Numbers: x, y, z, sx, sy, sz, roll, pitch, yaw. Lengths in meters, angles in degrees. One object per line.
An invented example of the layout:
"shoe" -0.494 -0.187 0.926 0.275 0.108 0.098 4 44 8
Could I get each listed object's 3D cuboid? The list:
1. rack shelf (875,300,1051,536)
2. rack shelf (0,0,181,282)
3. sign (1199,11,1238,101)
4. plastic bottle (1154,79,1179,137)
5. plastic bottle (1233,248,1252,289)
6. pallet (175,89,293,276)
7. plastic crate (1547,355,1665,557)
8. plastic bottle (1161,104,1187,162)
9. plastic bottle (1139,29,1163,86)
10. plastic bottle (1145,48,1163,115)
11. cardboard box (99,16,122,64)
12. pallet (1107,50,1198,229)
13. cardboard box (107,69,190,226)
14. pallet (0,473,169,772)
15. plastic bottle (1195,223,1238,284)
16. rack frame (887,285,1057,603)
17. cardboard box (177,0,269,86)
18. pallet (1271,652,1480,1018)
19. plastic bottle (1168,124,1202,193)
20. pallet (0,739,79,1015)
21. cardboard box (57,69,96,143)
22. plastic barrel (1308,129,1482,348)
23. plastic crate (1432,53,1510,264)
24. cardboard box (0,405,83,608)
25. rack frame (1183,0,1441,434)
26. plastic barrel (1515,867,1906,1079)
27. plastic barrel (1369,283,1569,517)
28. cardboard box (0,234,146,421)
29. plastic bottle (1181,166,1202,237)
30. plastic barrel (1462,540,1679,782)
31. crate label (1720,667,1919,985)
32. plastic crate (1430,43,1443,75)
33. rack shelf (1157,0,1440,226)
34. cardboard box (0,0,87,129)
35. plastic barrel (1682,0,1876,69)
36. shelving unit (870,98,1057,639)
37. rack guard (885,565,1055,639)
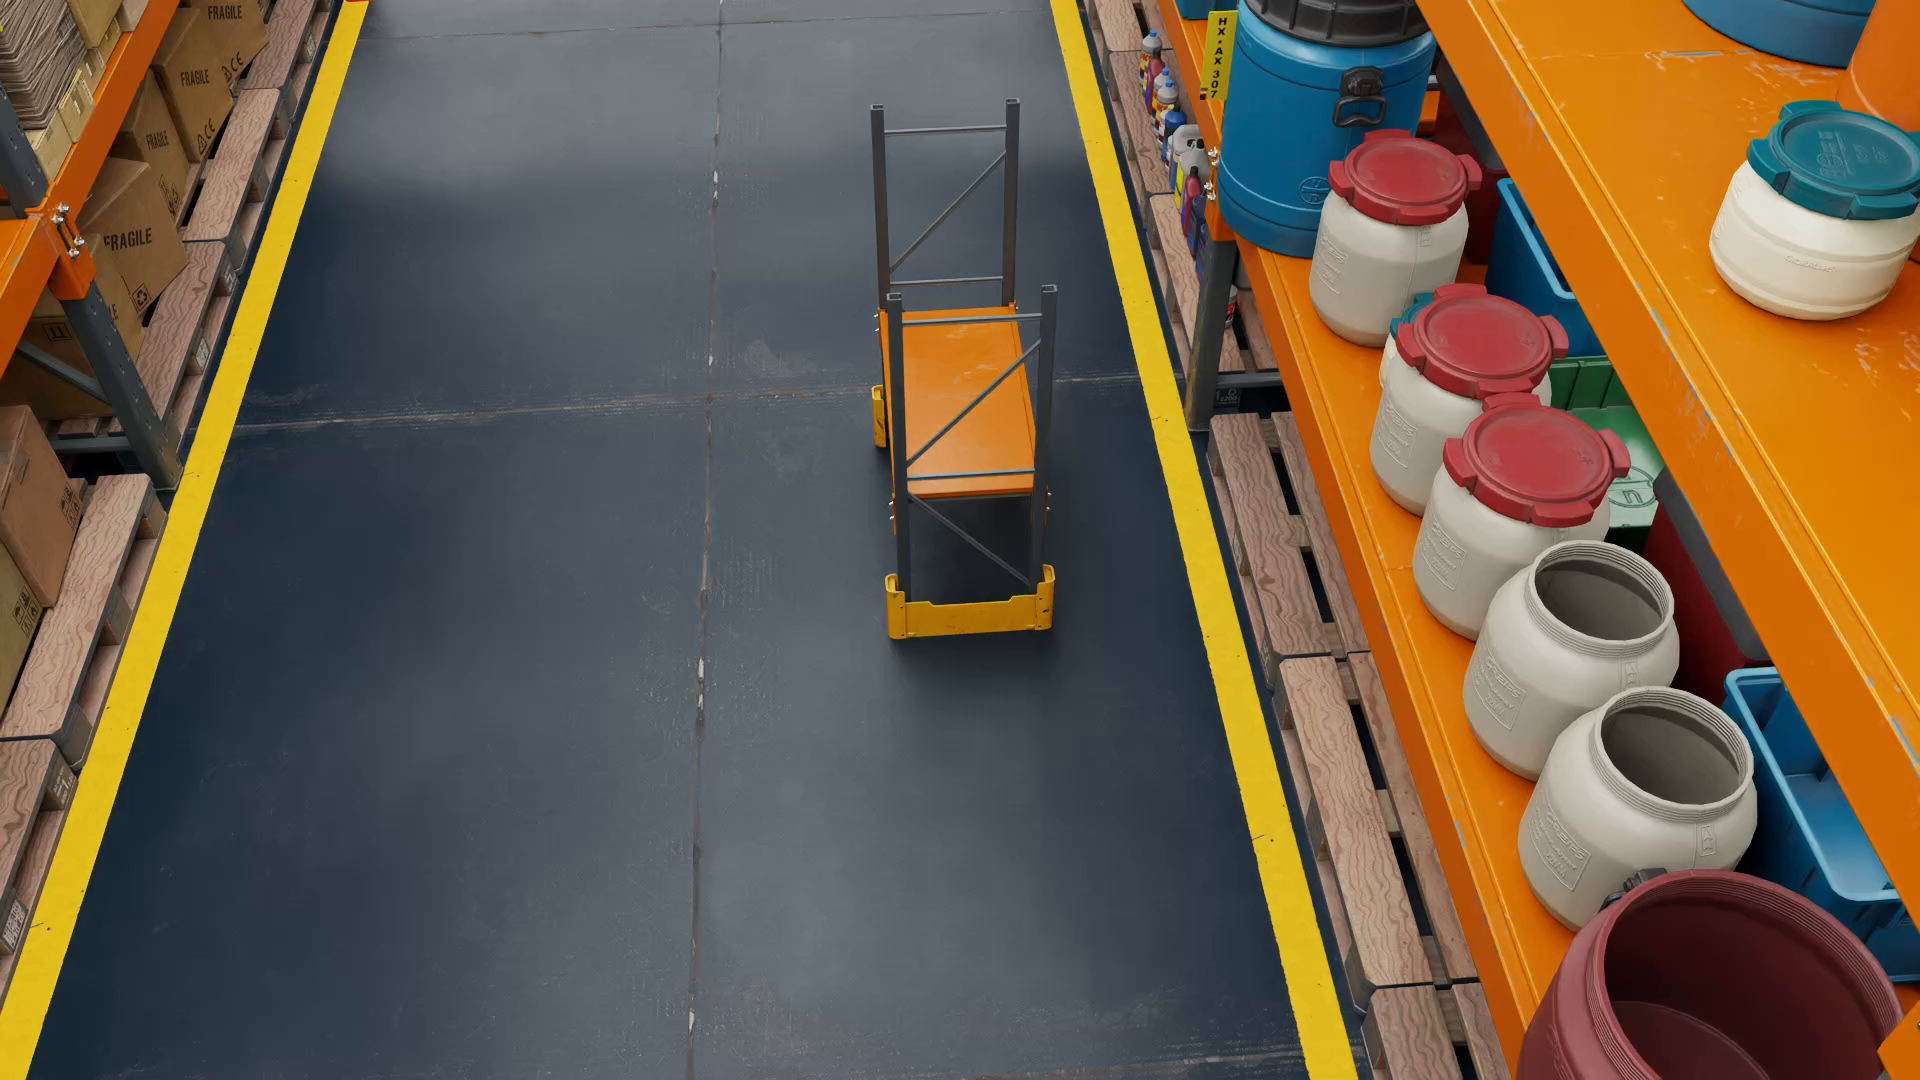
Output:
"rack shelf" -0.007 -0.454 5.895 0.538 0.185 1.000 -3 47 -3
"rack shelf" -3.696 -2.431 6.982 1.077 0.370 4.000 -3 47 -3
"sign" 0.858 -1.602 5.511 0.100 0.325 0.005 -3 47 -3
"plastic bottle" 0.950 -1.988 7.643 0.097 0.271 0.097 0 47 0
"plastic bottle" 1.209 -1.230 6.870 0.144 0.351 0.185 -3 47 -3
"pallet" -3.725 -1.641 7.659 1.003 0.211 1.213 -3 47 -3
"plastic crate" 1.834 -0.217 4.535 0.450 0.188 0.662 -3 47 -3
"plastic bottle" 0.967 -1.842 7.505 0.097 0.271 0.097 0 47 0
"plastic bottle" 0.913 -2.309 7.947 0.097 0.271 0.097 0 47 0
"plastic bottle" 0.914 -2.148 7.786 0.061 0.283 0.133 -3 47 -3
"cardboard box" -3.334 -1.860 6.119 0.380 0.149 0.250 -3 47 -3
"pallet" 1.287 -1.947 7.948 1.003 0.211 1.213 -3 47 -3
"cardboard box" -3.708 -1.666 7.195 0.500 0.500 0.500 -7 47 -7
"pallet" -3.462 0.291 5.829 1.003 0.211 1.213 -3 47 -3
"plastic bottle" 1.066 -1.221 6.862 0.144 0.351 0.185 -5 47 -4
"rack frame" 0.035 -0.210 5.416 0.500 1.500 0.032 -3 47 -3
"cardboard box" -3.744 -2.527 8.010 0.500 0.500 0.500 8 47 7
"pallet" 1.617 0.877 5.274 1.003 0.211 1.213 -3 47 -3
"plastic bottle" 1.013 -1.686 7.354 0.152 0.276 0.135 -3 47 -3
"pallet" -3.357 1.175 4.991 1.003 0.211 1.213 -3 47 -3
"cardboard box" -3.255 -1.500 5.778 0.380 0.149 0.250 -3 47 -3
"plastic barrel" 1.268 -0.874 4.918 0.433 0.535 0.433 0 47 0
"plastic crate" 1.752 -1.223 5.298 0.402 0.464 0.583 -3 47 -3
"cardboard box" -3.499 -0.078 5.676 0.700 0.500 0.500 -7 47 -6
"rack frame" 1.407 -1.532 5.635 1.000 3.000 0.127 -3 47 -3
"plastic barrel" 1.401 0.998 3.146 0.600 0.536 0.708 -3 47 -3
"plastic barrel" 1.330 -0.343 4.415 0.433 0.535 0.433 0 47 0
"cardboard box" -3.522 -0.808 6.382 0.500 0.500 0.500 -5 47 -5
"plastic bottle" 0.995 -1.452 7.127 0.061 0.283 0.133 -1 47 -1
"plastic barrel" 1.408 0.287 3.835 0.421 0.512 0.421 0 47 0
"crate label" 1.928 0.614 3.578 0.502 0.435 0.616 -3 47 -3
"plastic crate" 1.490 -1.898 6.024 0.767 0.338 0.504 -3 47 -3
"rack shelf" 1.240 -2.732 7.267 1.077 0.370 4.000 -3 47 -3
"cardboard box" -3.505 -1.697 5.518 0.875 0.500 0.500 -3 47 -3
"plastic barrel" 1.775 -1.435 3.132 0.600 0.901 0.708 -3 47 -3
"shelving unit" -0.006 -0.571 5.758 0.587 1.500 1.083 -3 47 -3
"rack guard" 0.035 0.219 5.870 0.587 0.250 0.087 -3 47 -3
